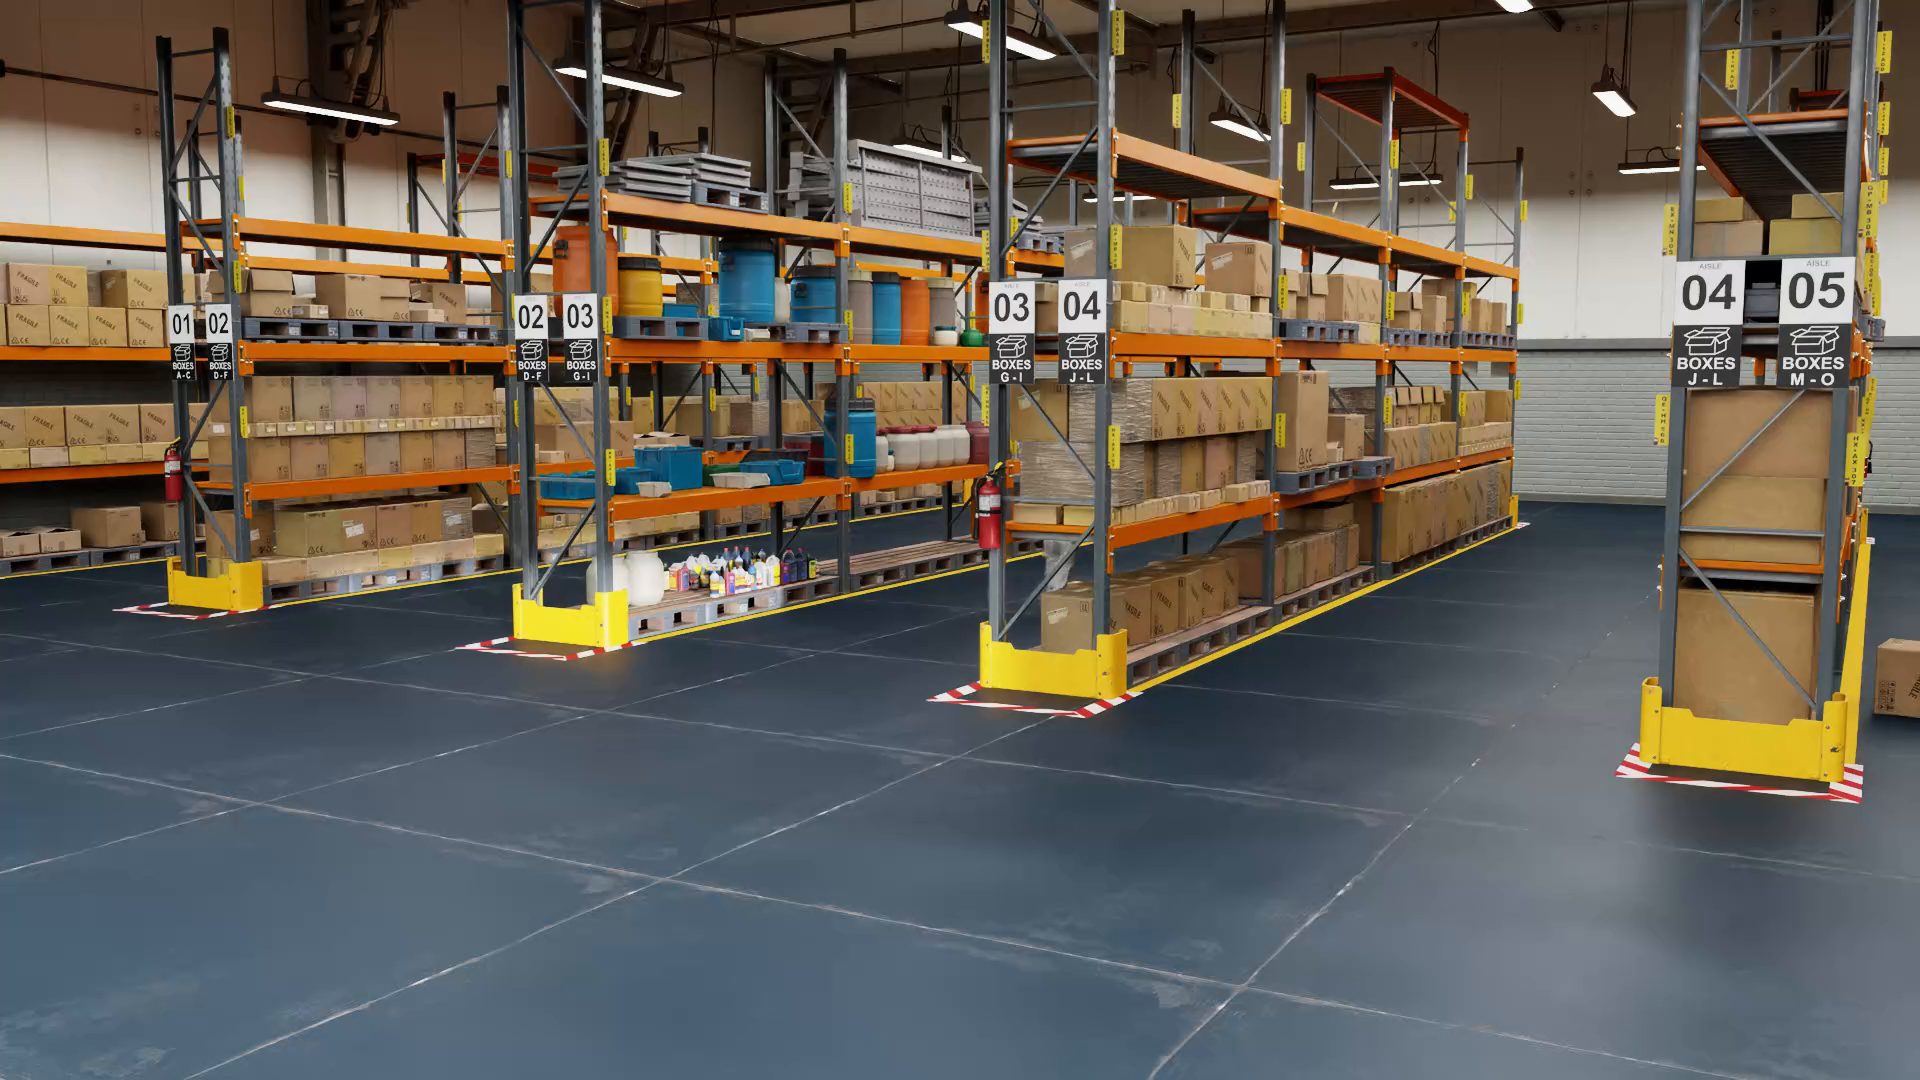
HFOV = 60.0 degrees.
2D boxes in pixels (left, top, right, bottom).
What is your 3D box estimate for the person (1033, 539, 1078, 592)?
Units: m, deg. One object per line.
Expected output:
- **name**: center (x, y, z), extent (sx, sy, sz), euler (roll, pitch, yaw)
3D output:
- **person**: center (1.039, -0.142, 17.320), extent (0.582, 1.783, 0.709), euler (3, 7, 29)
